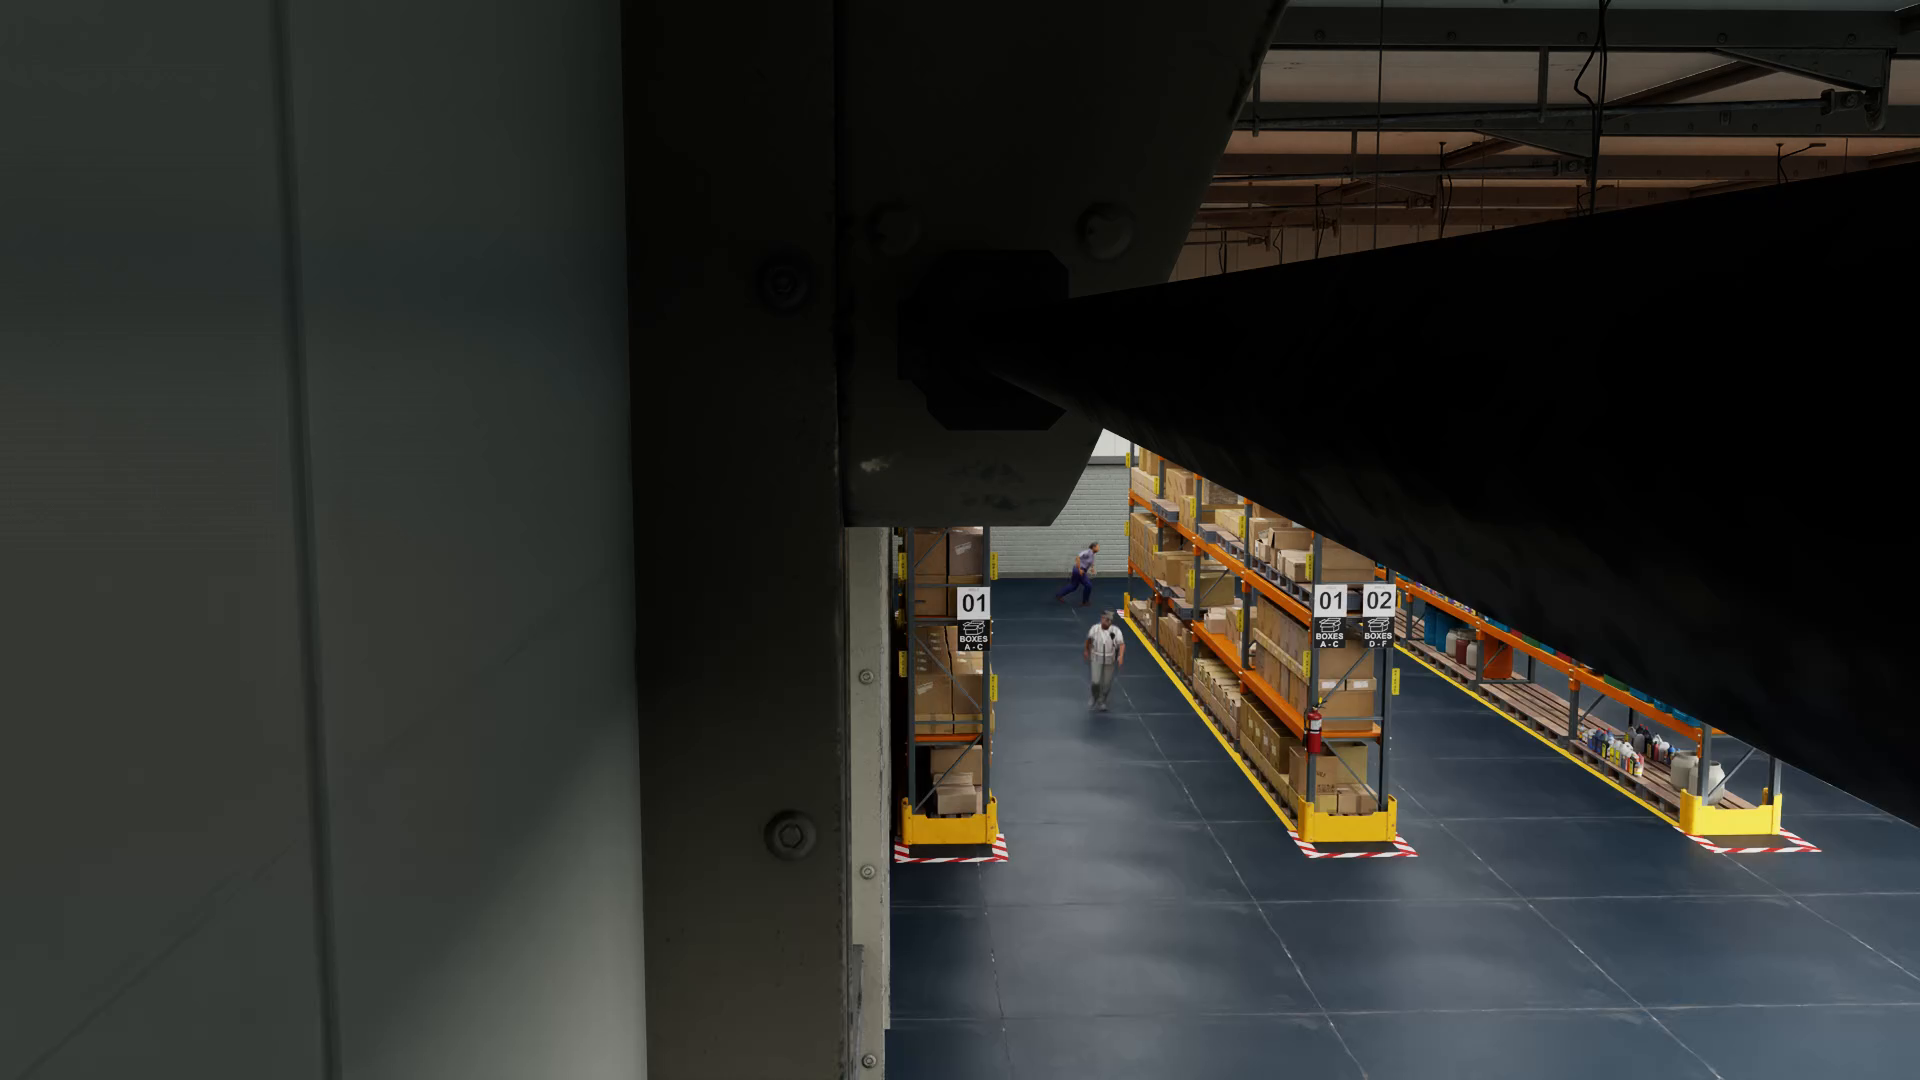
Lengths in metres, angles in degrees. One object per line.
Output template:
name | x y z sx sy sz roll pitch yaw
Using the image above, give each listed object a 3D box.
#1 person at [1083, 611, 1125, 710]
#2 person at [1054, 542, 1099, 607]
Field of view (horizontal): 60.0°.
person | 2.378 1.989 27.308 0.658 1.705 0.798 0 7 1
person | 2.675 0.771 37.904 1.007 1.511 0.598 2 8 15
